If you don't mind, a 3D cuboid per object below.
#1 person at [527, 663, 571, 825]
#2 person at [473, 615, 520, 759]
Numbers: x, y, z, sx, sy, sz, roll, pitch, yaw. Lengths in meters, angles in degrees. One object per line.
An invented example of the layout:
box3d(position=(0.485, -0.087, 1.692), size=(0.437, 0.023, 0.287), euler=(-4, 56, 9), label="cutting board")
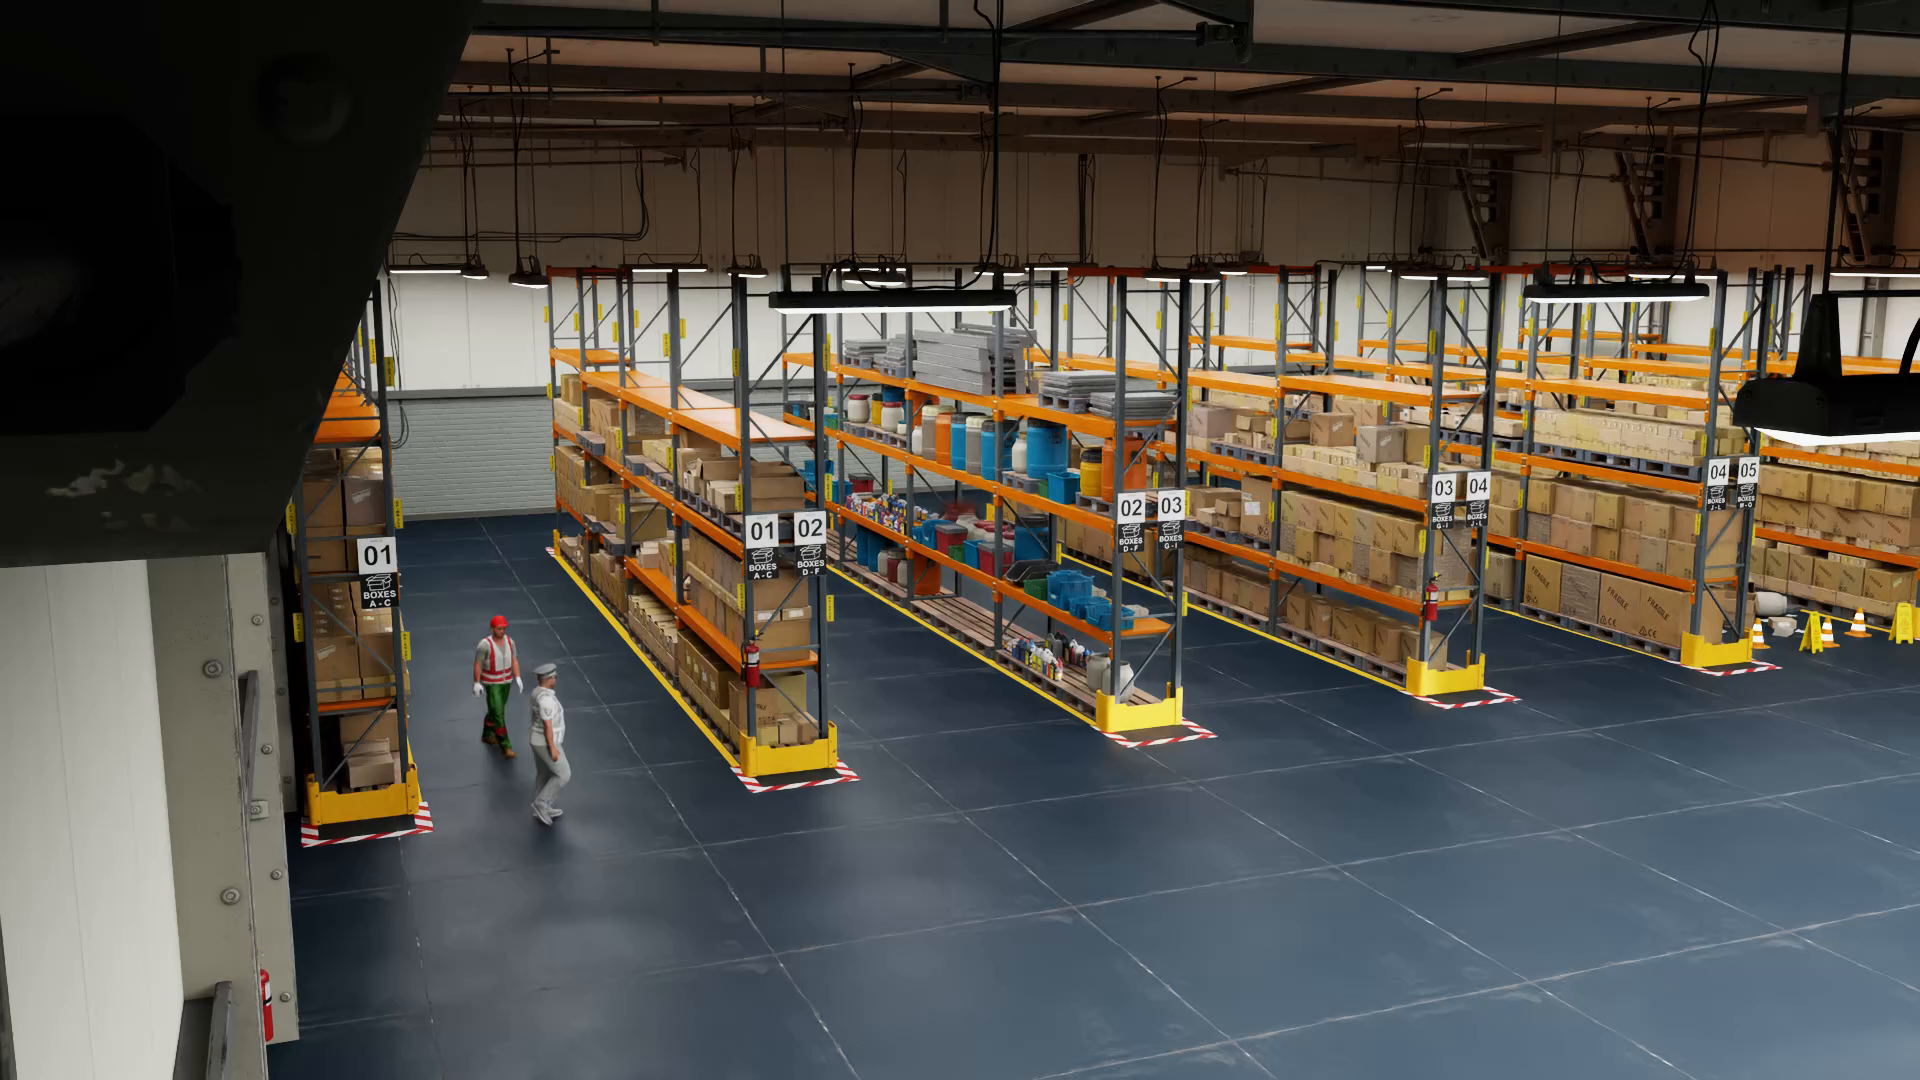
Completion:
box3d(position=(-4.602, 2.268, 18.551), size=(0.440, 1.782, 0.562), euler=(-4, 11, -20), label="person")
box3d(position=(-5.823, 1.811, 21.079), size=(0.944, 1.740, 0.557), euler=(7, 12, 34), label="person")
